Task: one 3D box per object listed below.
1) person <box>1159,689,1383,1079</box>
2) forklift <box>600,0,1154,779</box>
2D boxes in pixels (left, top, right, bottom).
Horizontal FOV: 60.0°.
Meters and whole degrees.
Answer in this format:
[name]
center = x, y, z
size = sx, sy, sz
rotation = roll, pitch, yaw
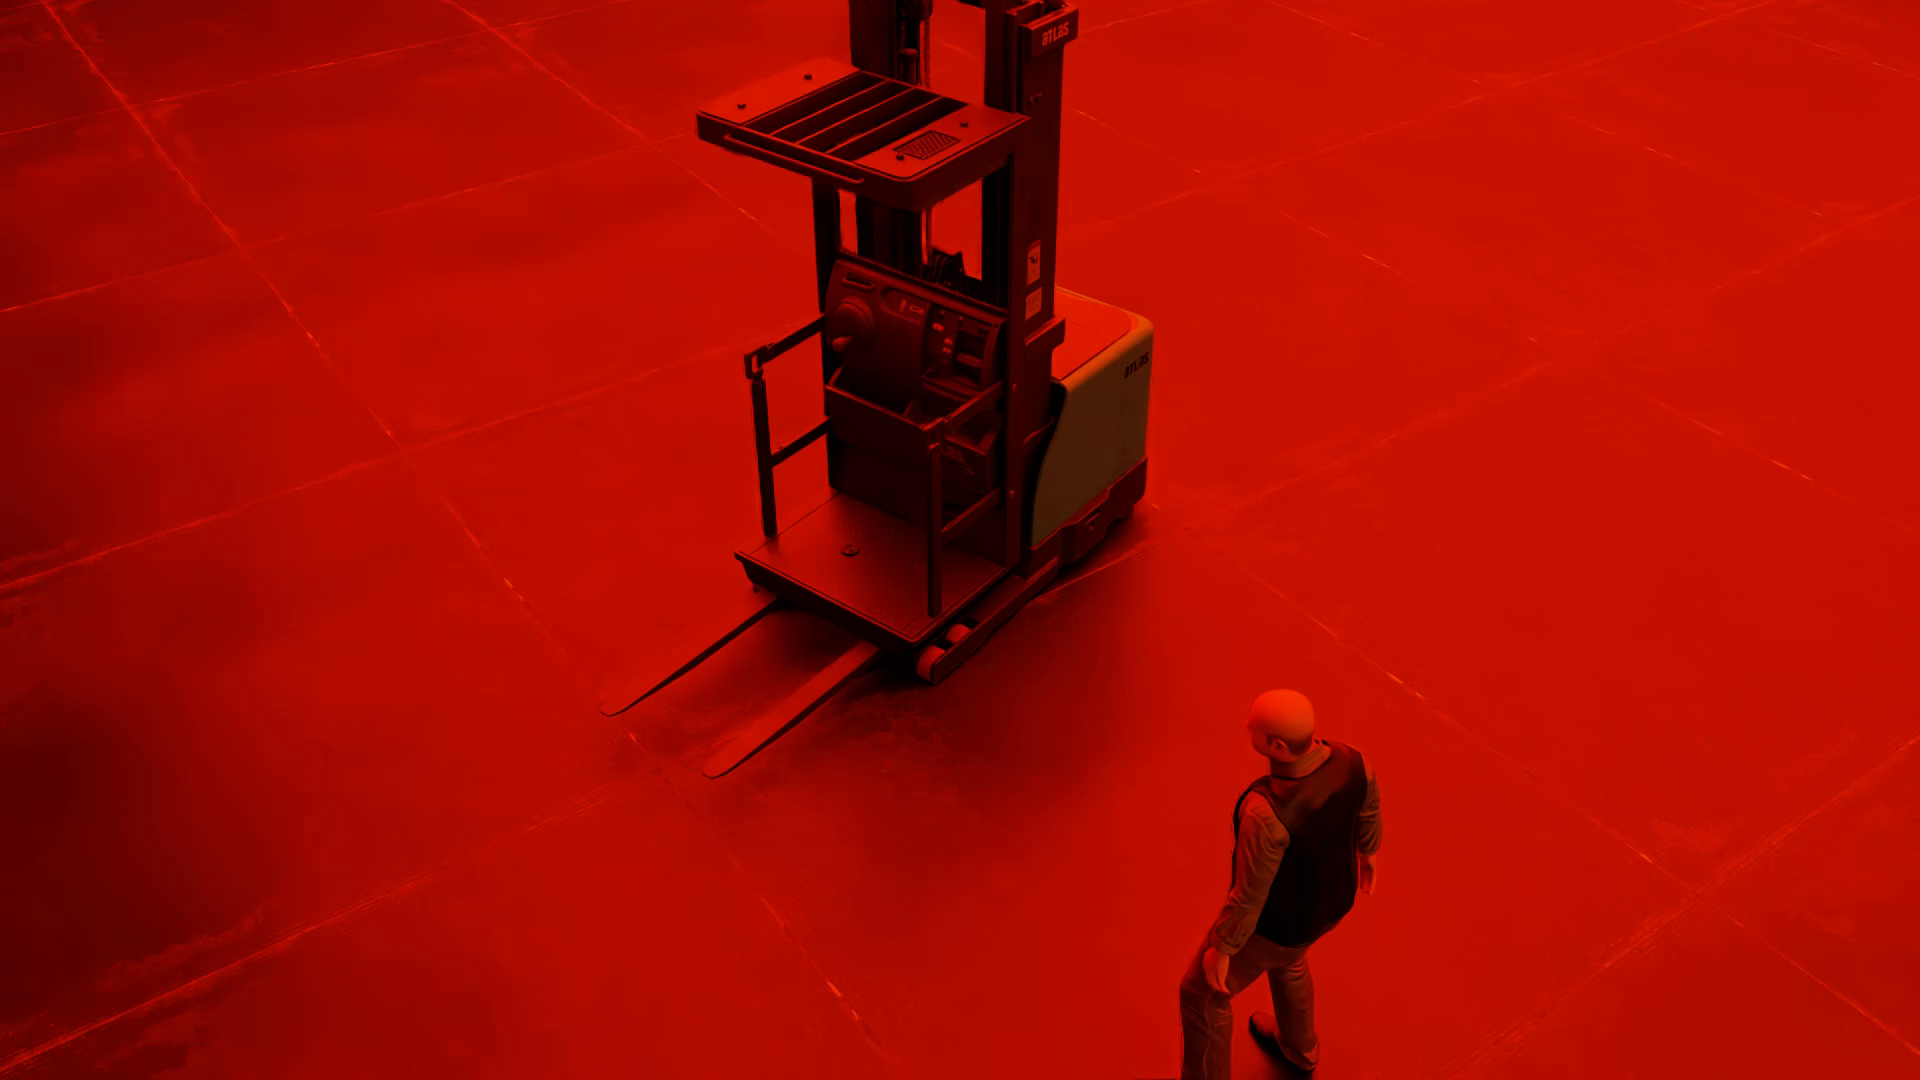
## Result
[person]
center = 1.026, 1.182, 5.395
size = 0.840, 1.693, 0.386
rotation = -28, 45, -33
[forklift]
center = -0.341, -0.865, 7.115
size = 1.130, 2.935, 3.031
rotation = 25, 43, 29
